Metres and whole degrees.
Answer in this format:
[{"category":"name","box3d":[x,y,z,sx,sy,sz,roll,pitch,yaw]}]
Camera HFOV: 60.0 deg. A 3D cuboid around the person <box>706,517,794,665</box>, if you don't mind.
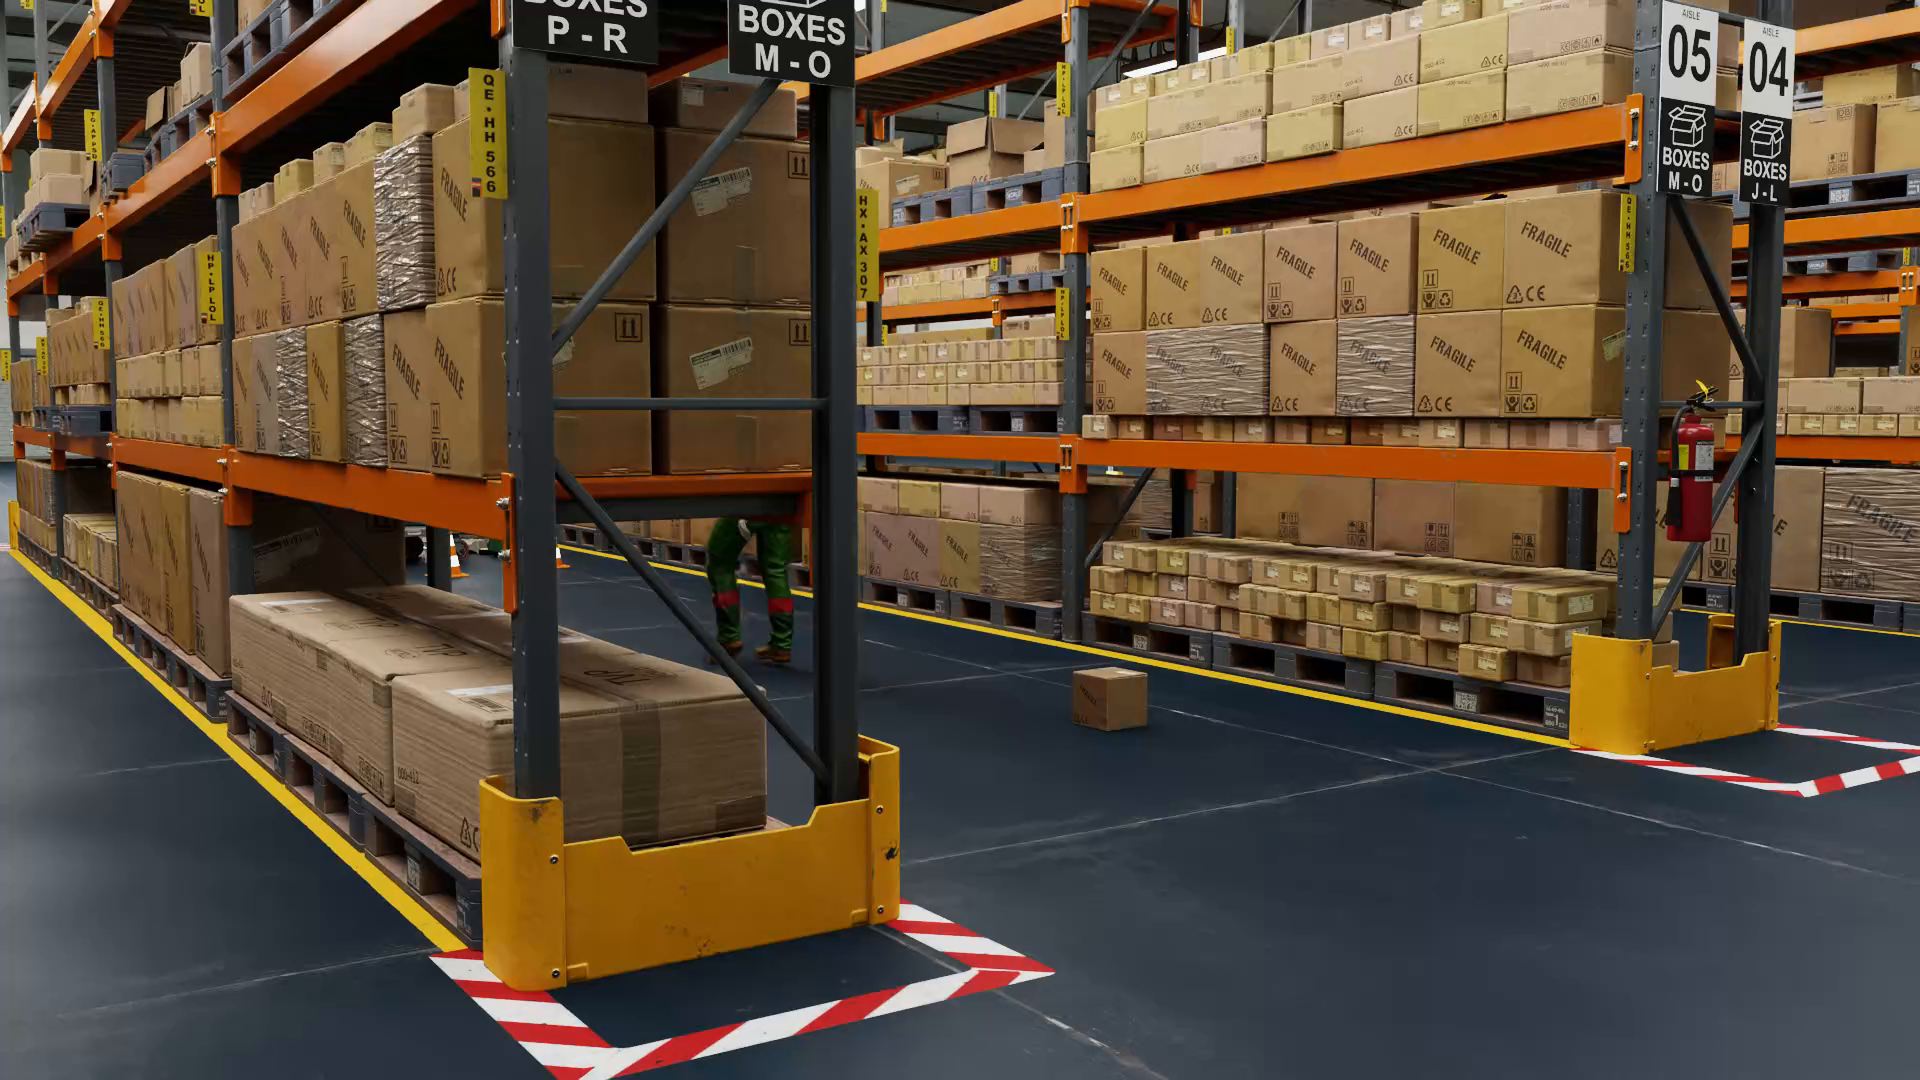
[{"category":"person","box3d":[-1.188,-0.158,9.661,0.528,1.841,0.538,5,6,45]}]
